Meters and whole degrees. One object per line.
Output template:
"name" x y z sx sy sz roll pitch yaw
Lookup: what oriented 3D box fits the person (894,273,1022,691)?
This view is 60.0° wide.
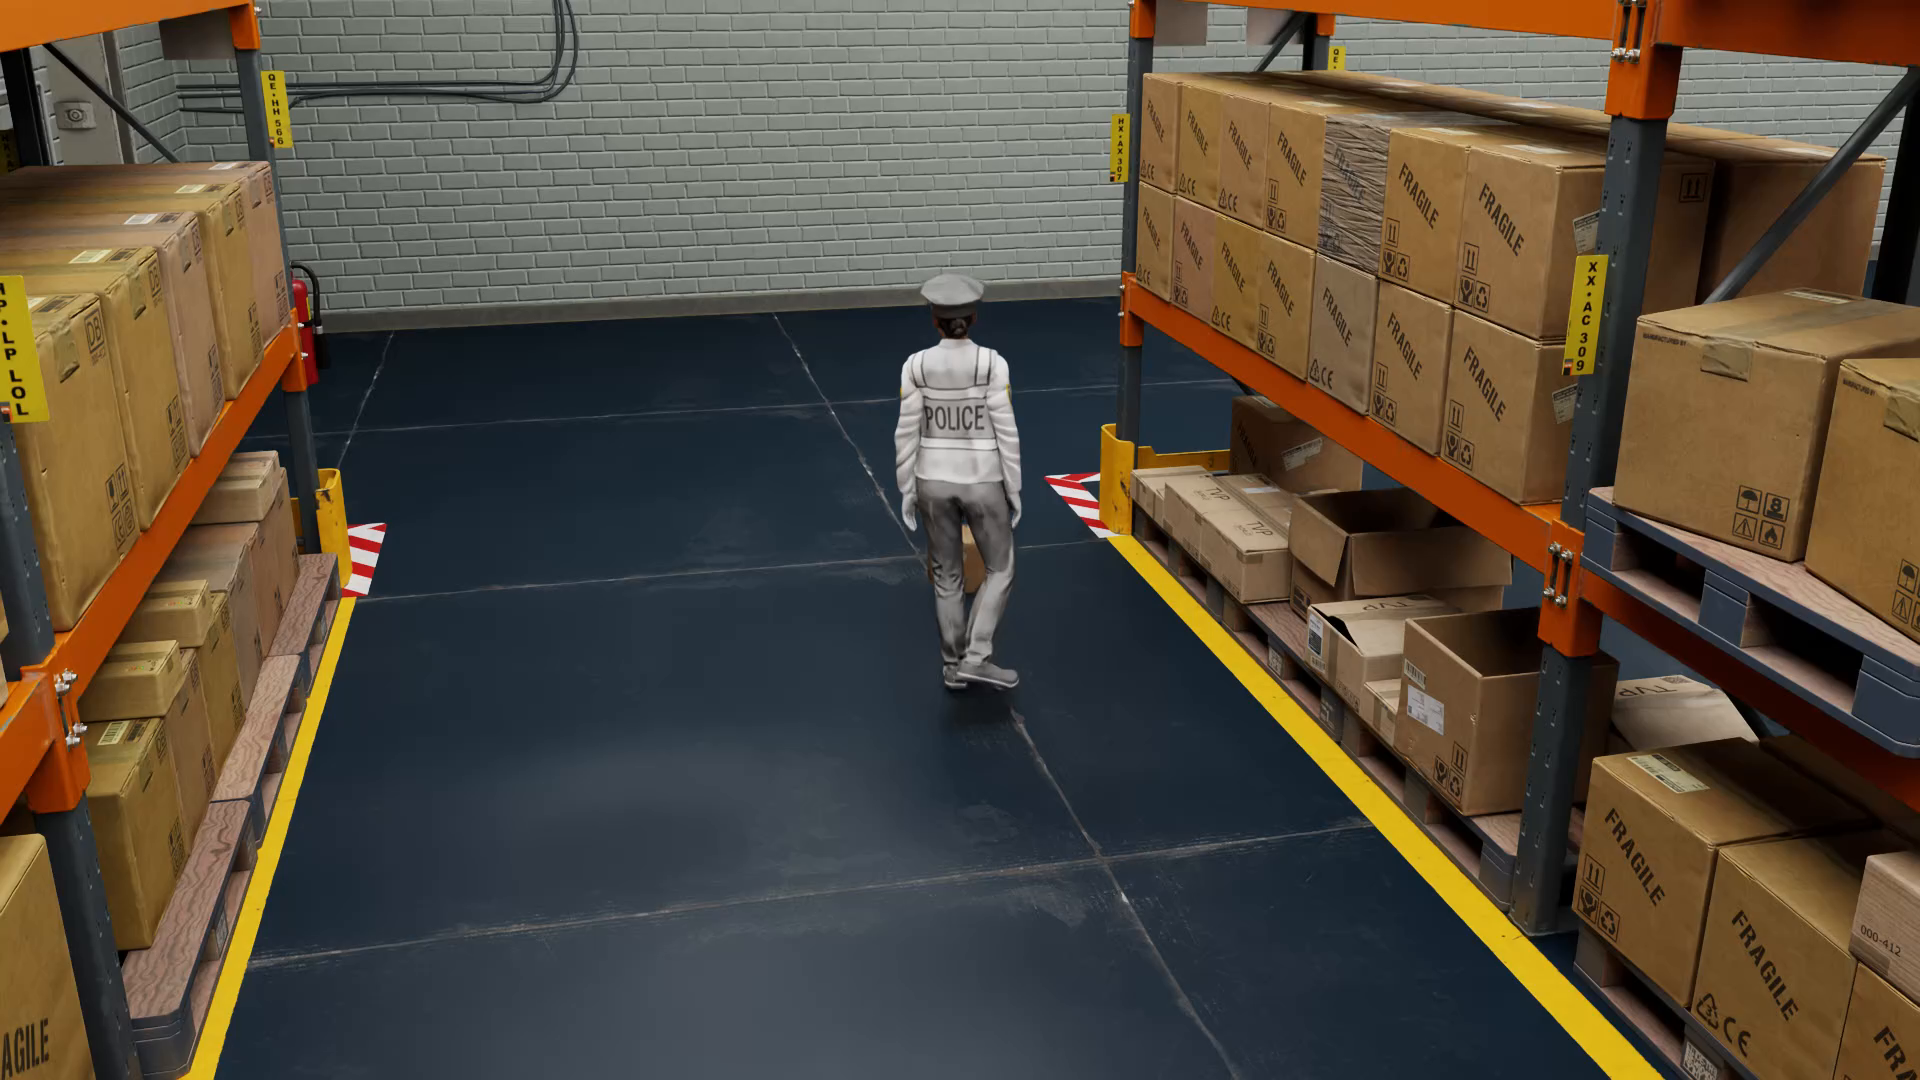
"person" -0.007 -0.176 6.541 0.534 1.670 0.535 4 20 12
